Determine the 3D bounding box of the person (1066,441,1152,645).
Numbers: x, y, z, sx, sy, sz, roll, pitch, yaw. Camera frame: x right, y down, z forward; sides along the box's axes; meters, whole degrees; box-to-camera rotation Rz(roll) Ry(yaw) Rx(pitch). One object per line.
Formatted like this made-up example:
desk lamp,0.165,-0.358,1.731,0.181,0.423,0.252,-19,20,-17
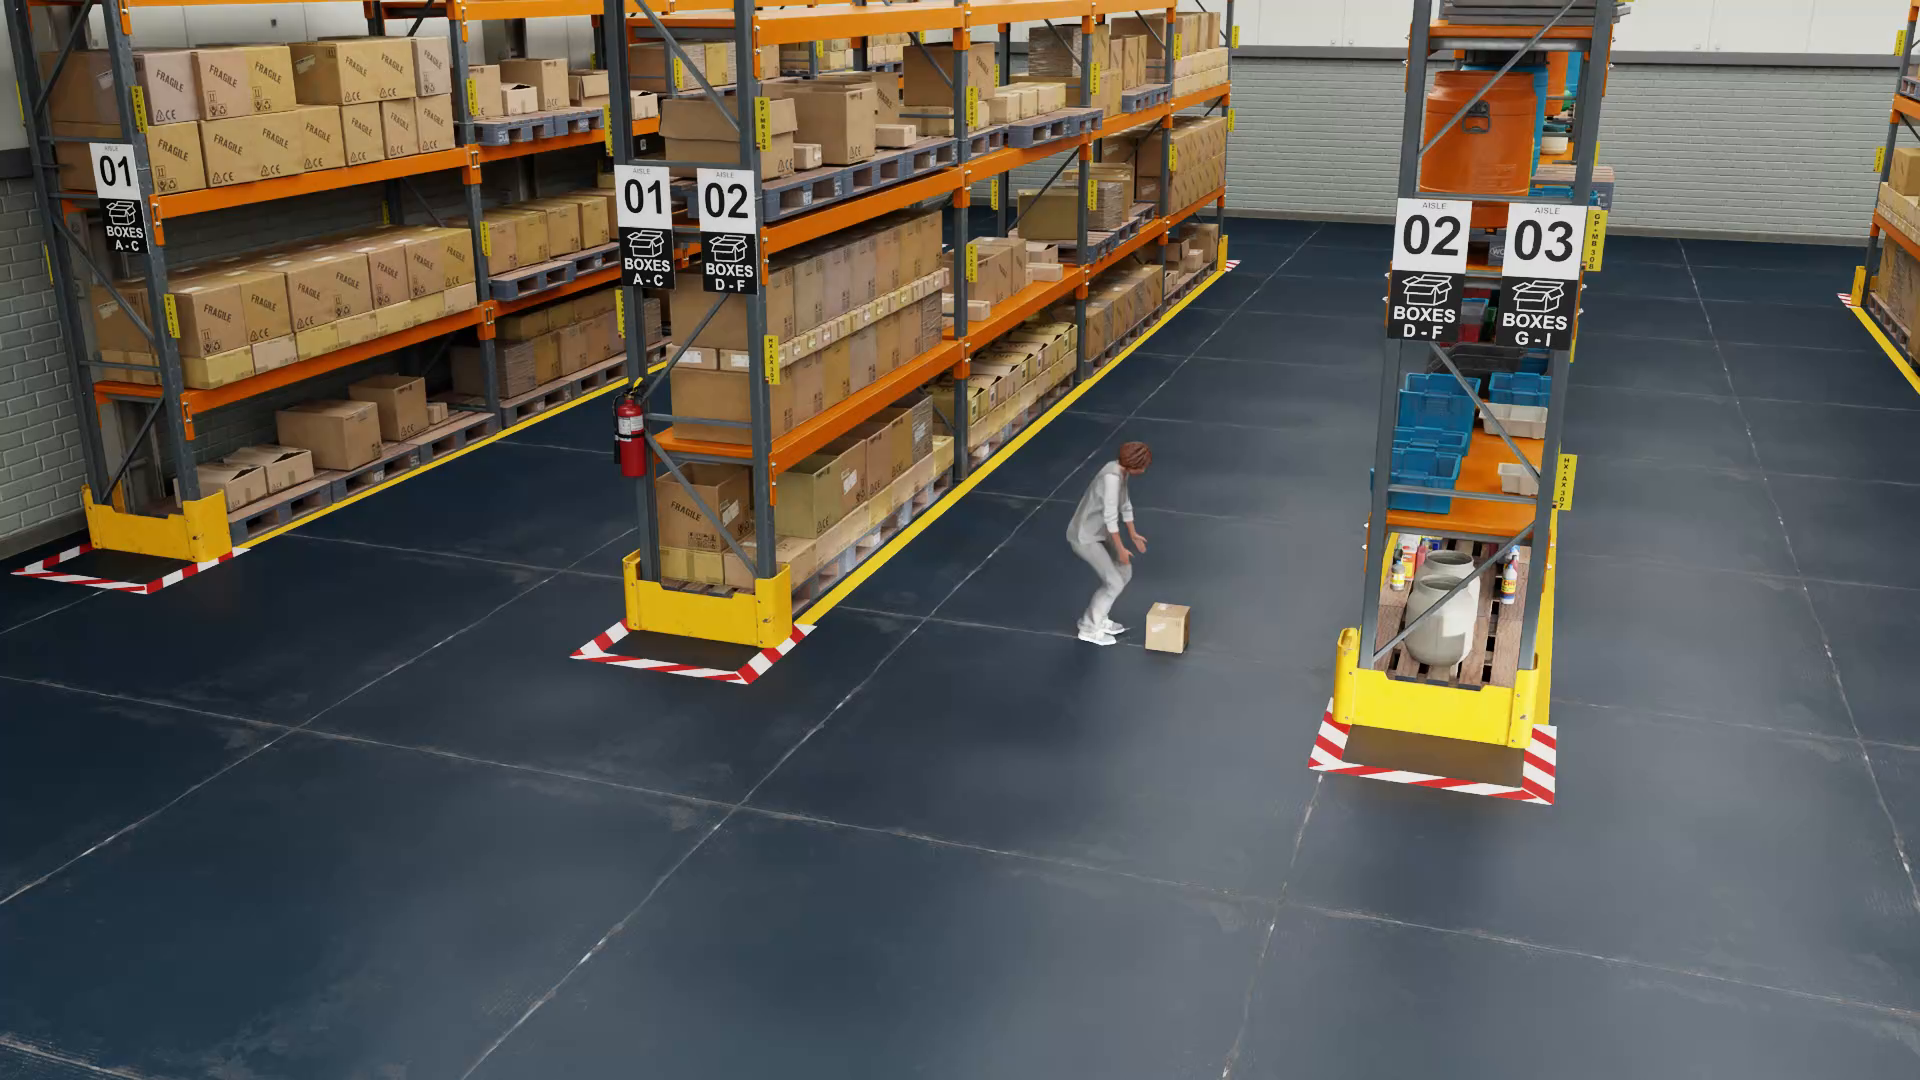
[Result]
person,1.015,0.003,11.380,0.560,1.408,0.456,7,20,19
